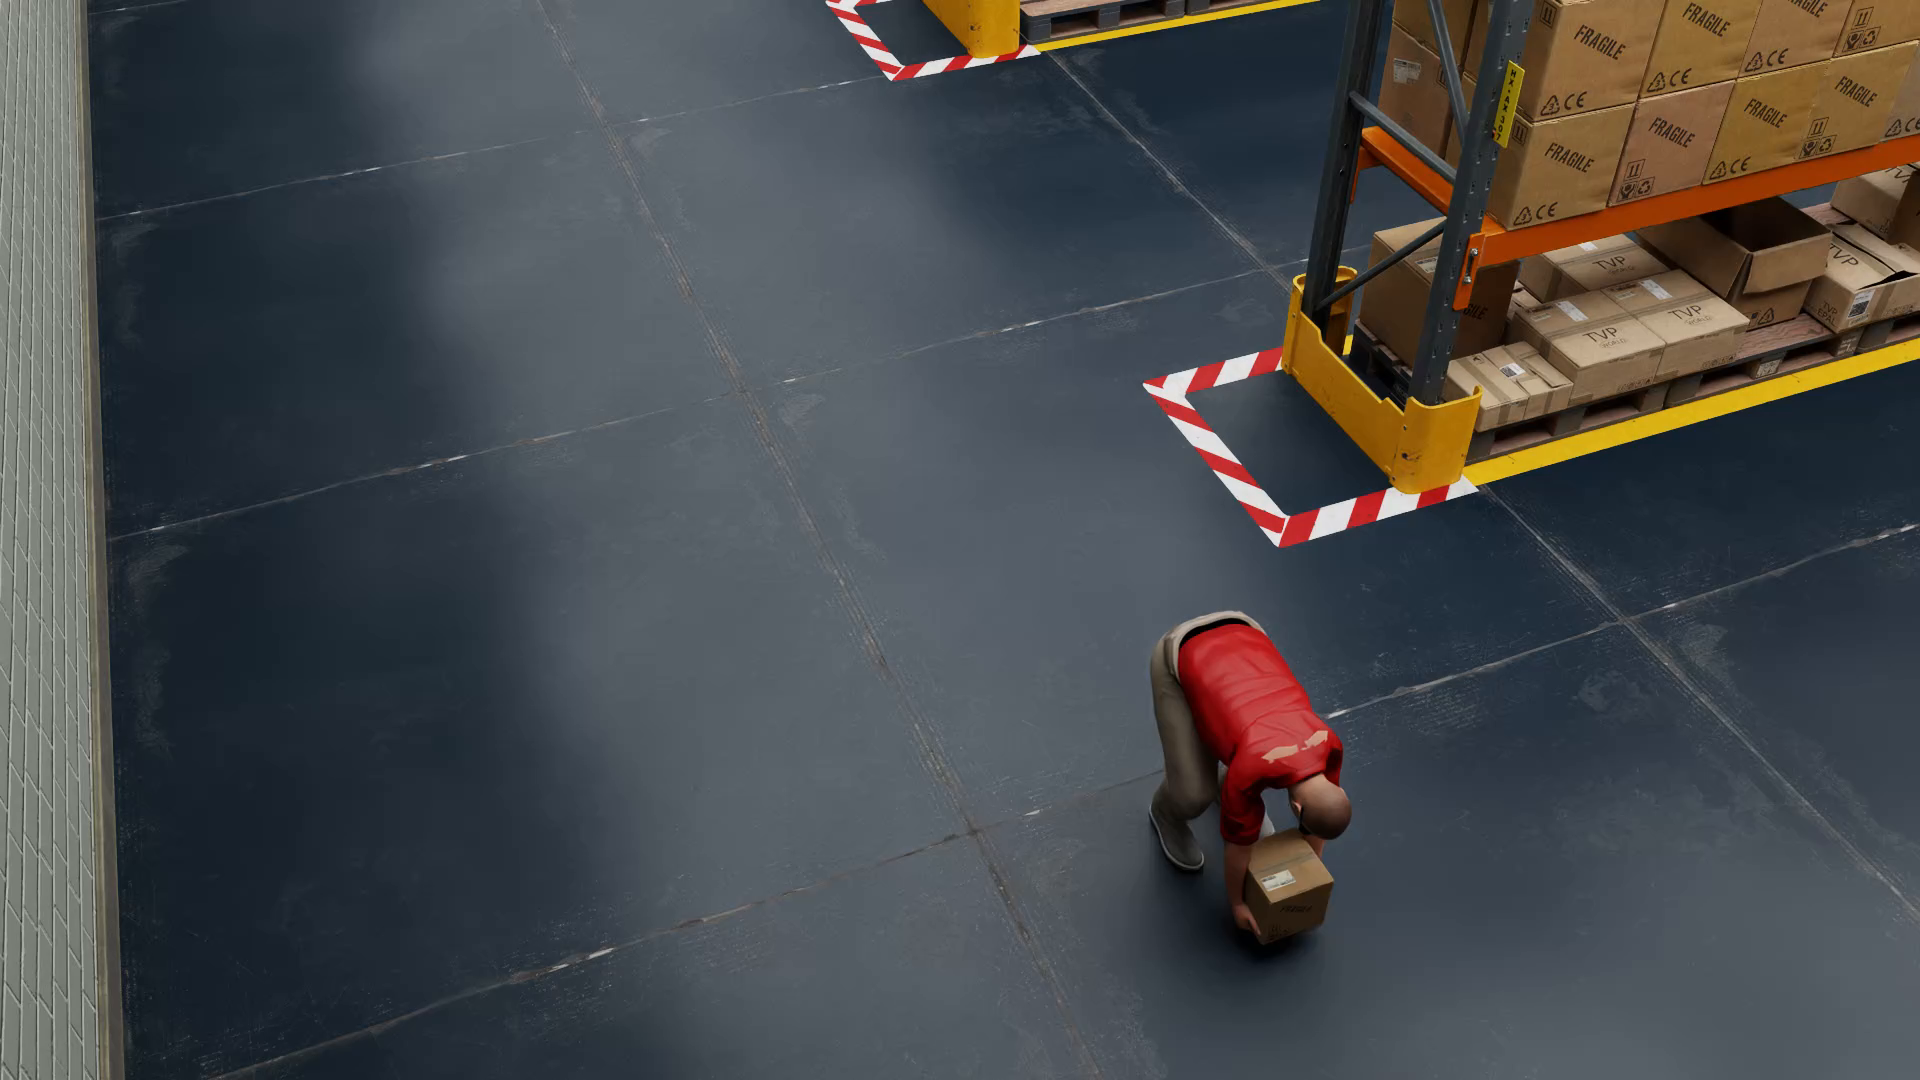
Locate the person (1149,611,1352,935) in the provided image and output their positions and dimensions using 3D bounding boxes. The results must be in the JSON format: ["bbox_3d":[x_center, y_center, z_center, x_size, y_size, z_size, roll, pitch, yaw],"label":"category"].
[{"bbox_3d":[1.012,0.831,5.801,0.530,0.976,0.958,-17,44,-19],"label":"person"}]
